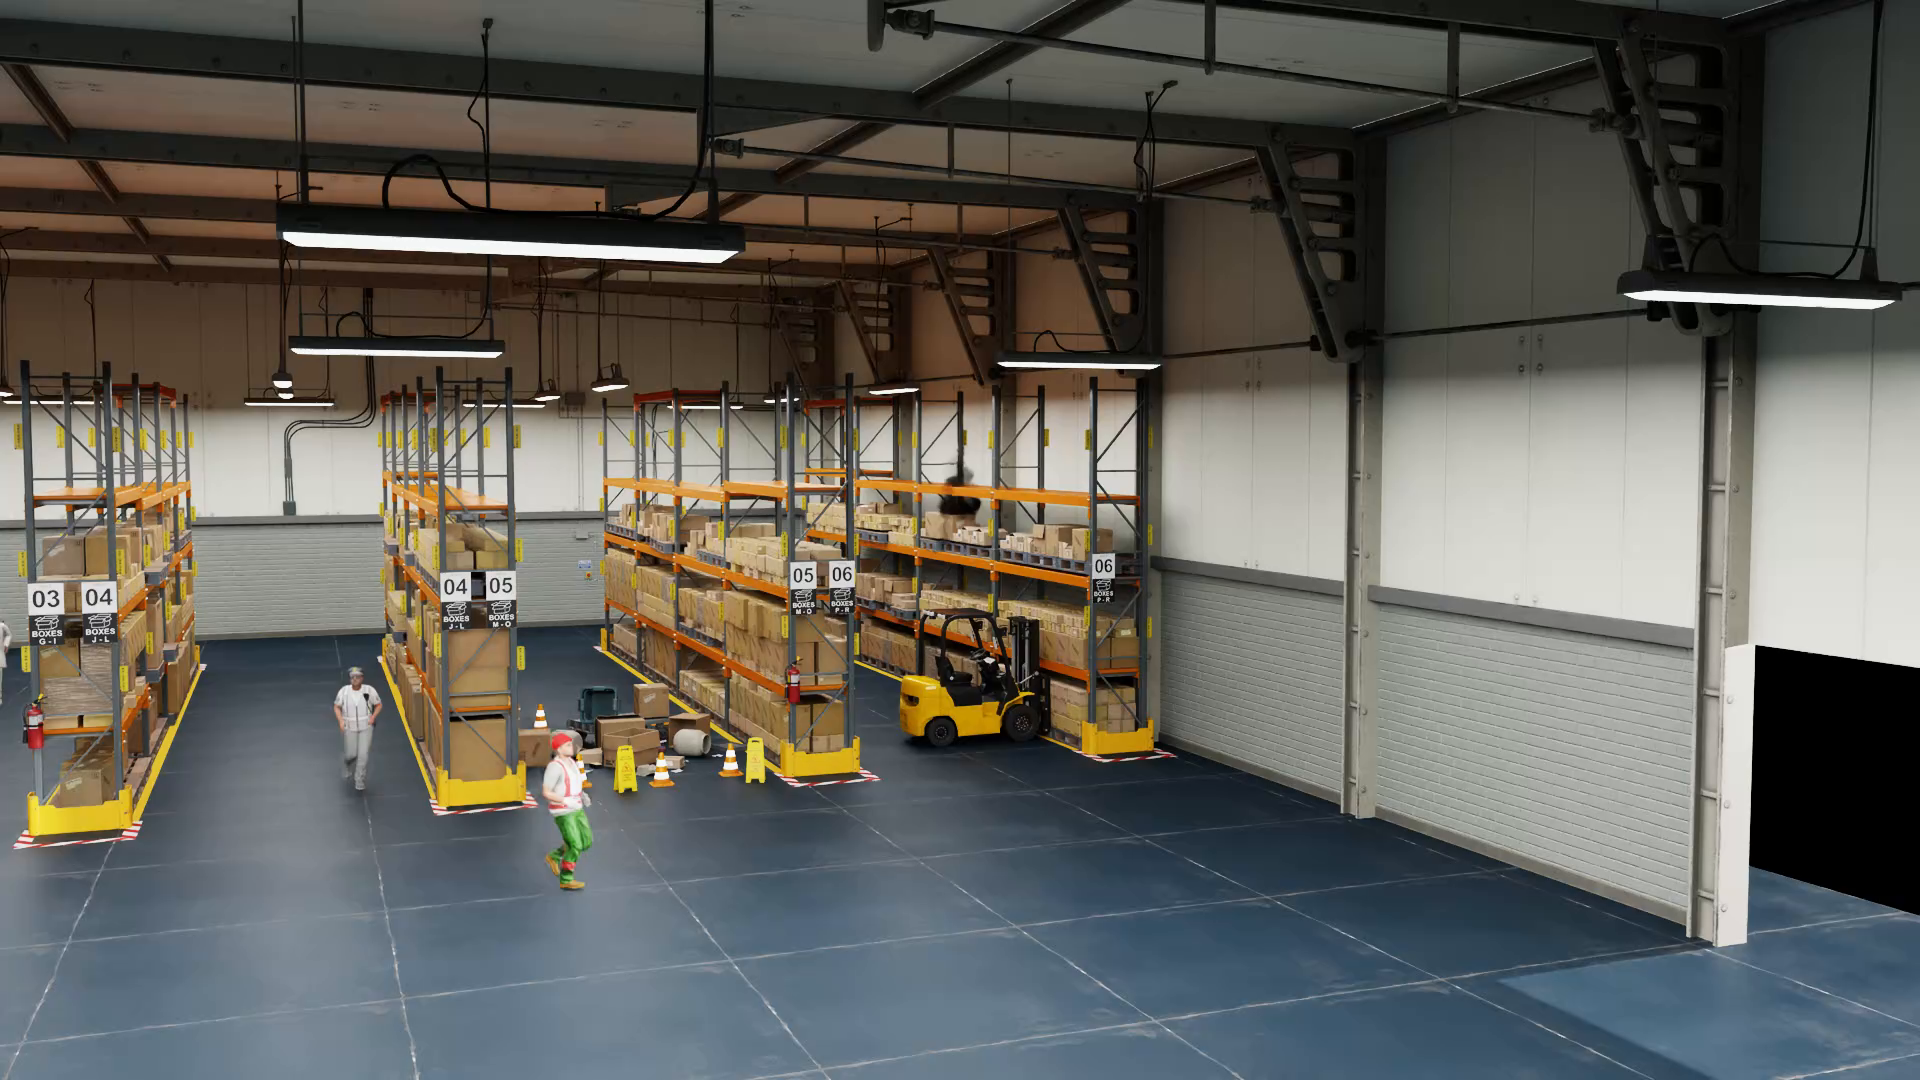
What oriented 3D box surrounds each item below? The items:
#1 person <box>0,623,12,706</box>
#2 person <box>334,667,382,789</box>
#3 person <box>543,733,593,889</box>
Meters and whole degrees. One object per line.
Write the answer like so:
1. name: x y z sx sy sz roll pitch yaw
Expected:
1. person: -18.223 2.203 31.302 0.715 1.756 1.000 -3 4 -37
2. person: -8.677 2.693 24.001 0.653 1.758 0.647 -1 4 -20
3. person: -4.386 3.016 18.527 0.615 1.738 0.652 1 4 15
